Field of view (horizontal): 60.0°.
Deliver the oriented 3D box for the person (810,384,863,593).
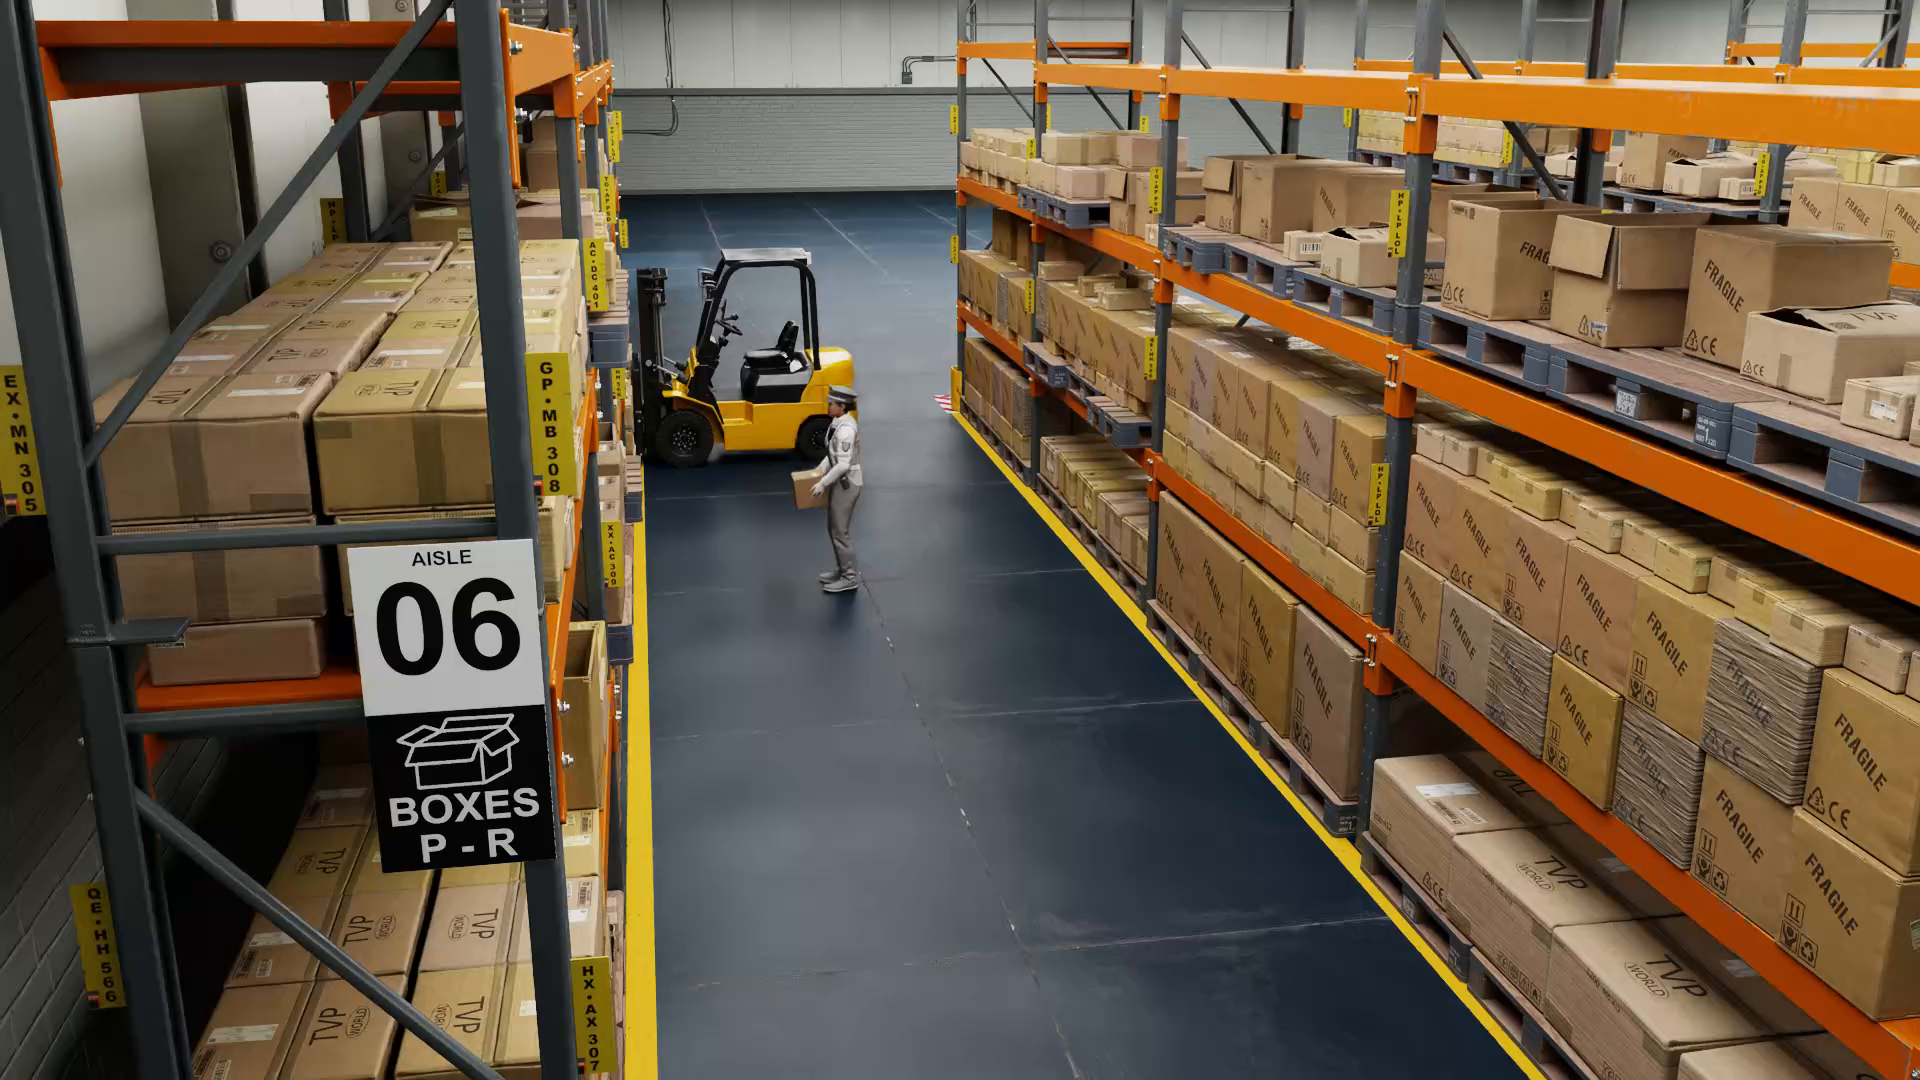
[{"bbox_3d":[-1.006,-0.428,13.435,0.439,1.687,0.497,-3,17,-11],"label":"person"}]
